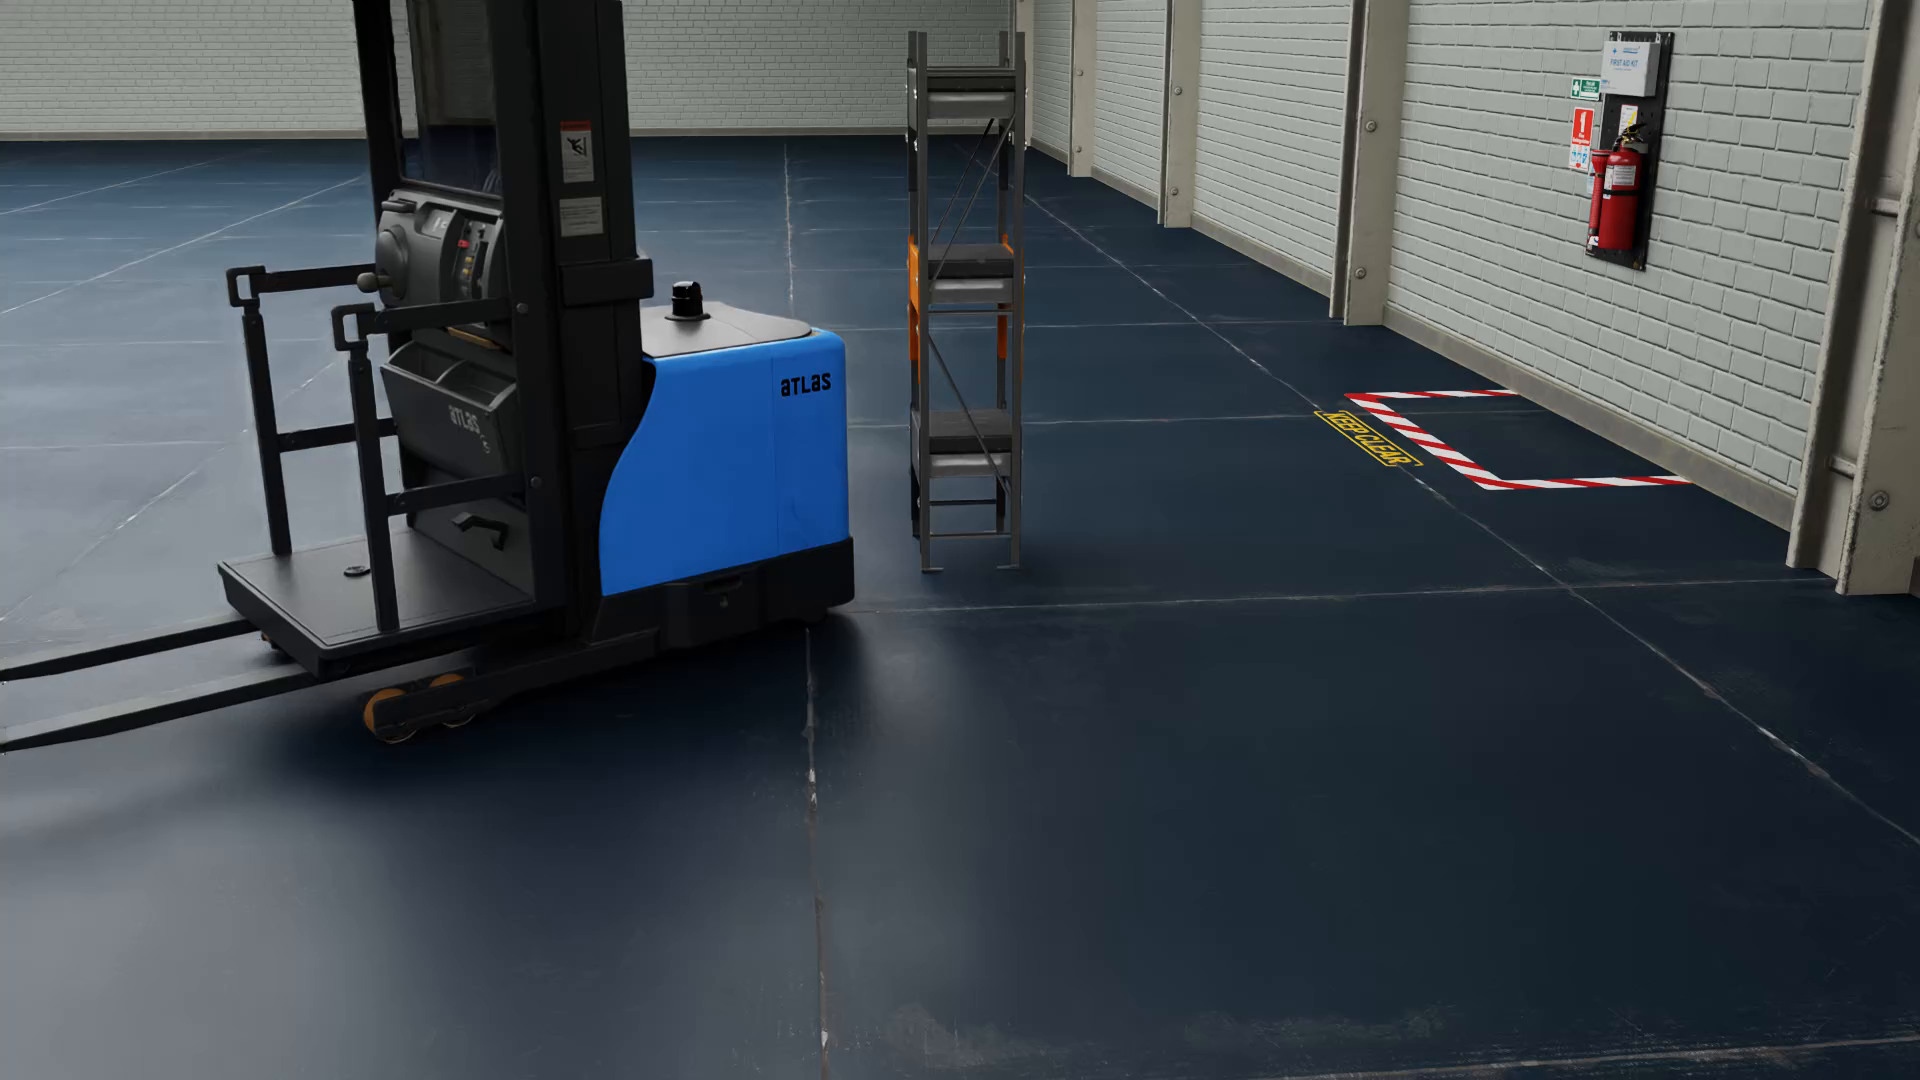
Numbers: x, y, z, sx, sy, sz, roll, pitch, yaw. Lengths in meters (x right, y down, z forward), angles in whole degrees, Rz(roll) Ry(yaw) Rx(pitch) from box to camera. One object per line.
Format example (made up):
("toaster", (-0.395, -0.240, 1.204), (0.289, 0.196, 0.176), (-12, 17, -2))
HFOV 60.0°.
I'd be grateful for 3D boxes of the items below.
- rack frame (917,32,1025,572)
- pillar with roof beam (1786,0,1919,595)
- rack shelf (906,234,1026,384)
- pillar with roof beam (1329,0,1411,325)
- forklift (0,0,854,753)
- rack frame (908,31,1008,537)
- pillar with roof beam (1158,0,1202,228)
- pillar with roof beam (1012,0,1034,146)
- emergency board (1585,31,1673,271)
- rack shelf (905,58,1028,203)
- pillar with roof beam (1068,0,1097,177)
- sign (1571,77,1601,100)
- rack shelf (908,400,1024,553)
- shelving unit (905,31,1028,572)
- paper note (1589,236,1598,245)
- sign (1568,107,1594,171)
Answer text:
("rack frame", (0.042, -0.880, 6.474), (0.400, 2.100, 0.015), (-2, 18, -6))
("pillar with roof beam", (-0.702, -4.009, 4.922), (9.100, 9.000, 0.400), (-2, 18, -6))
("rack shelf", (0.017, -0.939, 6.710), (0.431, 0.518, 0.480), (-2, 18, -6))
("pillar with roof beam", (-1.321, -5.796, 10.616), (9.100, 9.000, 0.400), (-2, 18, -6))
("forklift", (-1.860, -0.945, 5.295), (3.031, 2.935, 1.130), (-14, 22, -37))
("rack frame", (-0.008, -1.025, 6.937), (0.400, 2.100, 0.015), (-2, 18, -6))
("pillar with roof beam", (-1.940, -7.584, 16.310), (9.100, 9.000, 0.400), (-2, 18, -6))
("pillar with roof beam", (-3.178, -11.159, 27.698), (9.100, 9.000, 0.400), (-2, 18, -6))
("emergency board", (3.363, -2.017, 8.594), (0.194, 1.169, 0.643), (-2, 18, -6))
("rack shelf", (0.017, -1.607, 6.500), (0.431, 0.518, 0.480), (-2, 18, -6))
("pillar with roof beam", (-2.559, -9.372, 22.004), (9.100, 9.000, 0.400), (-2, 18, -6))
("sign", (3.400, -2.453, 9.038), (0.001, 0.109, 0.331), (-2, 18, -6))
("rack shelf", (0.017, -0.272, 6.919), (0.431, 0.518, 0.480), (-2, 18, -6))
("shelving unit", (0.017, -0.952, 6.705), (0.431, 2.100, 0.503), (-2, 18, -6))
("paper note", (3.413, -1.651, 8.900), (0.016, 0.148, 0.142), (-2, 18, -6))
("sign", (3.408, -2.202, 9.123), (0.001, 0.329, 0.234), (-2, 18, -6))
